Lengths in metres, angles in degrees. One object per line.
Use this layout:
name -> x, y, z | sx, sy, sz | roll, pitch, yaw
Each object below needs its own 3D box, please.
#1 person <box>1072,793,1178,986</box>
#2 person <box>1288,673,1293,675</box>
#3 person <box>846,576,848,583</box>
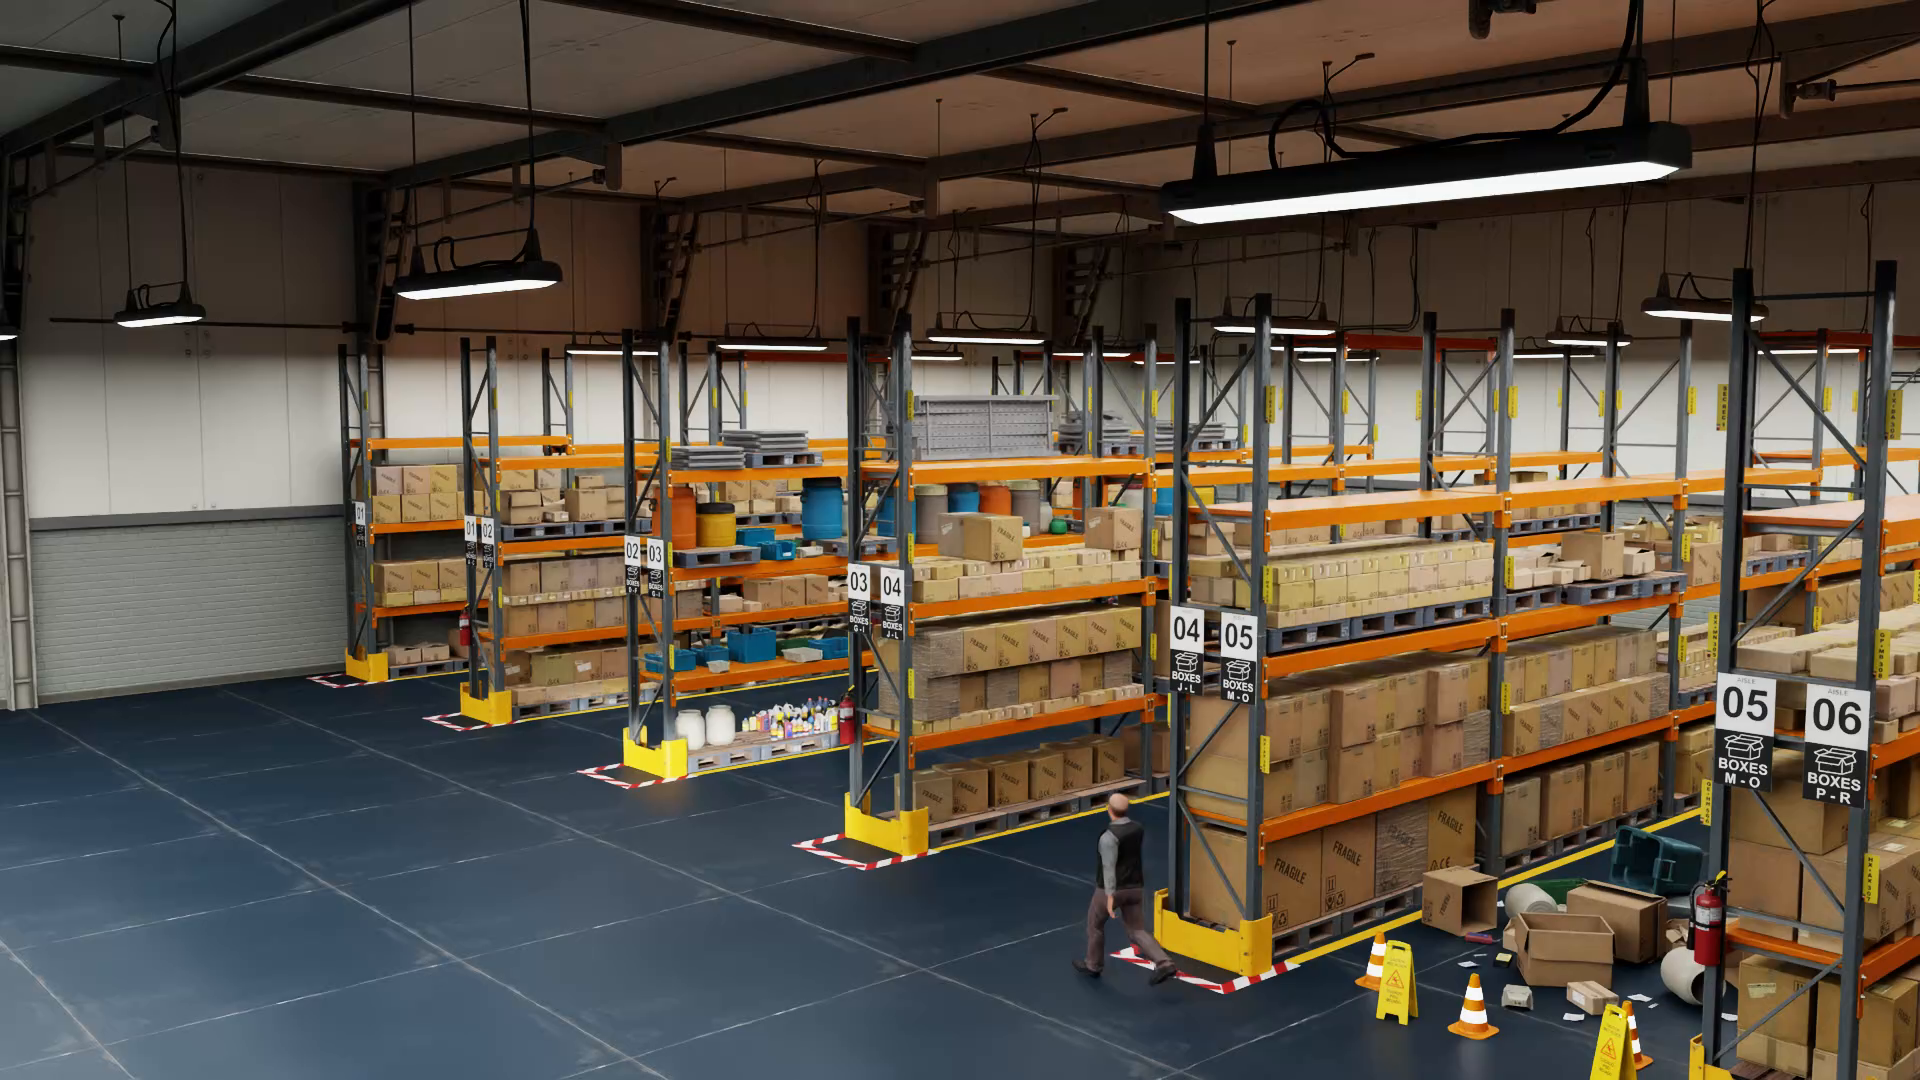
person -> 1.426, 3.041, 14.466 | 0.589, 1.667, 1.047 | -4, 7, -40
person -> 4.337, 2.403, 21.650 | 0.617, 1.699, 0.501 | -3, 6, -31
person -> -2.082, 1.305, 33.175 | 0.478, 1.761, 0.611 | -4, 6, -38
